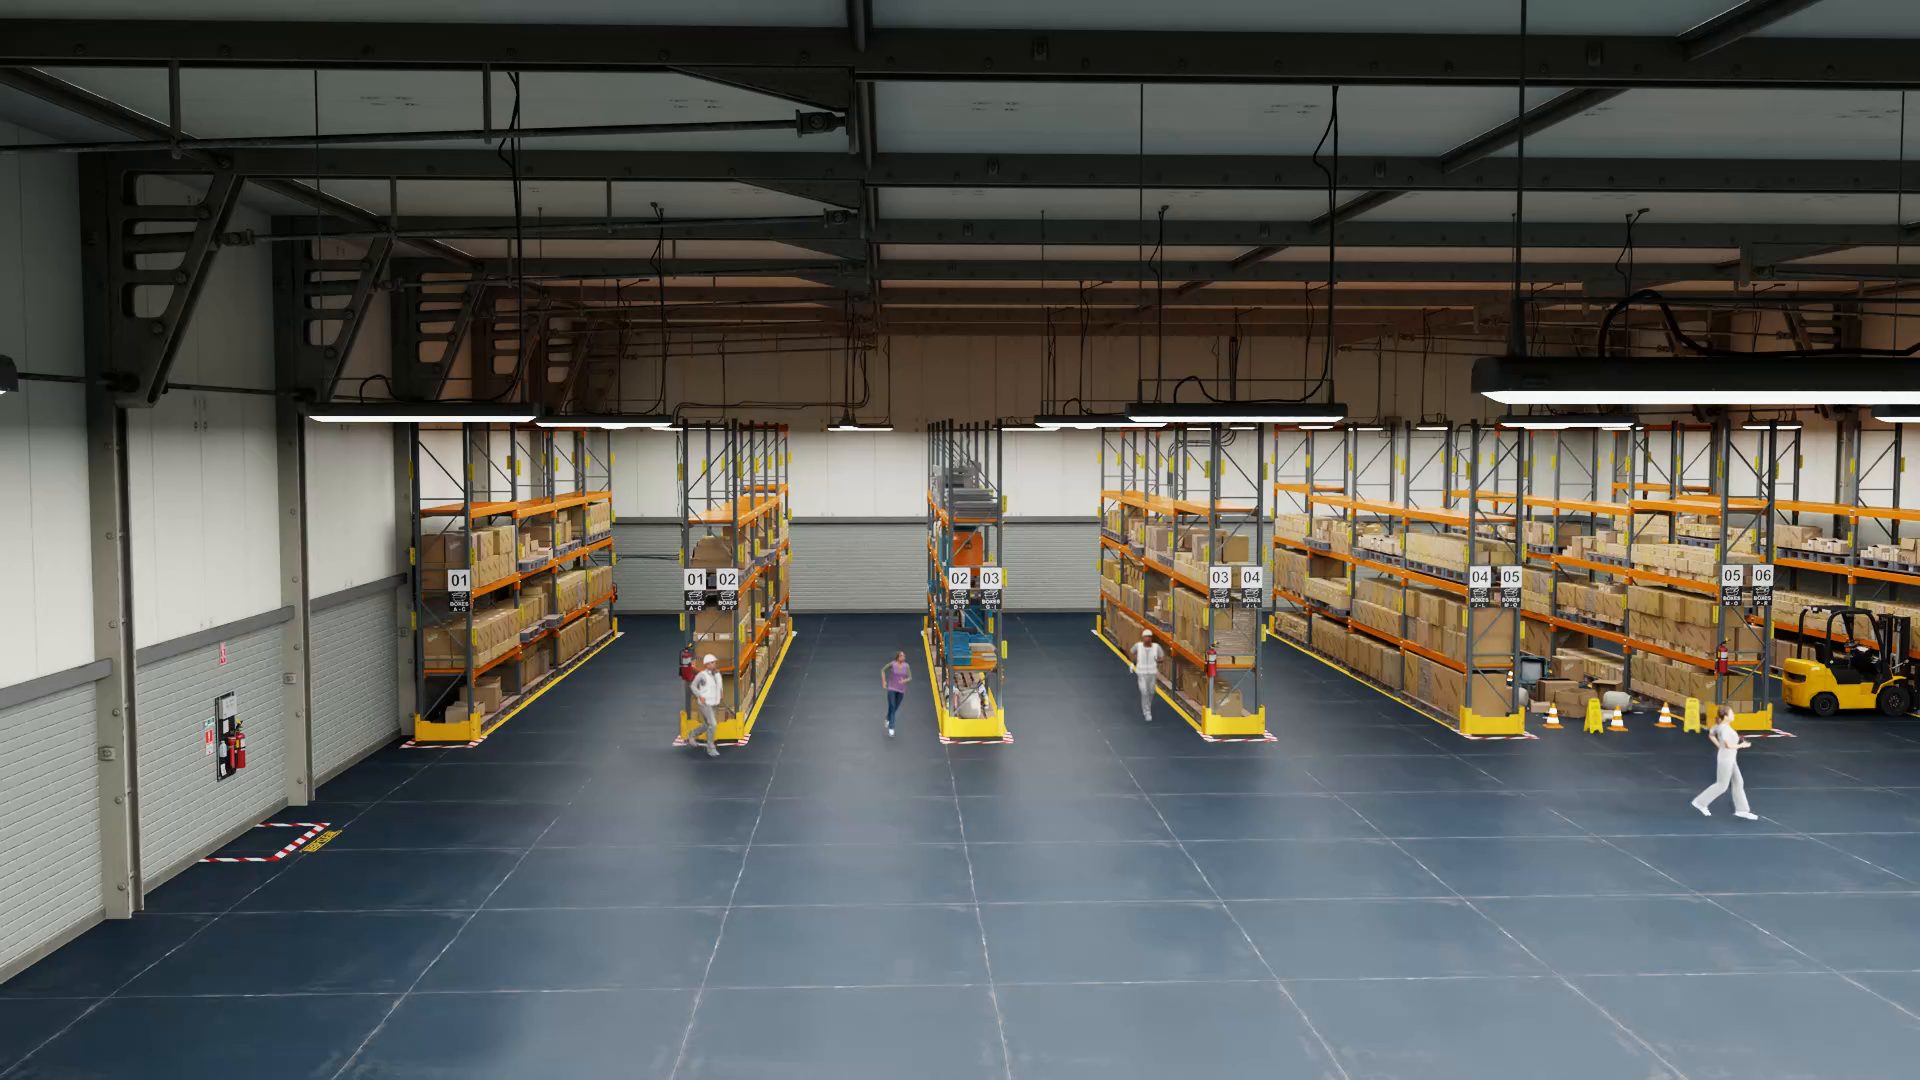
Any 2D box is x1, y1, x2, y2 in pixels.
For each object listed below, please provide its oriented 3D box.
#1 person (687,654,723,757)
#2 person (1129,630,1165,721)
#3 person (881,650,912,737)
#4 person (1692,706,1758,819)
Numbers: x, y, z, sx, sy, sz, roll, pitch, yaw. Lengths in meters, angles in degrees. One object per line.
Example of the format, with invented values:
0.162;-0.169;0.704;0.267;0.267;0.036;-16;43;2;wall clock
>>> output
-4.542;2.930;29.798;0.835;1.790;0.668;2;4;33;person
3.749;2.666;33.276;0.683;1.769;1.004;0;4;-3;person
-1.206;2.905;31.810;0.568;1.608;0.827;-1;4;-19;person
11.323;3.280;24.565;0.899;1.664;0.570;1;4;21;person
